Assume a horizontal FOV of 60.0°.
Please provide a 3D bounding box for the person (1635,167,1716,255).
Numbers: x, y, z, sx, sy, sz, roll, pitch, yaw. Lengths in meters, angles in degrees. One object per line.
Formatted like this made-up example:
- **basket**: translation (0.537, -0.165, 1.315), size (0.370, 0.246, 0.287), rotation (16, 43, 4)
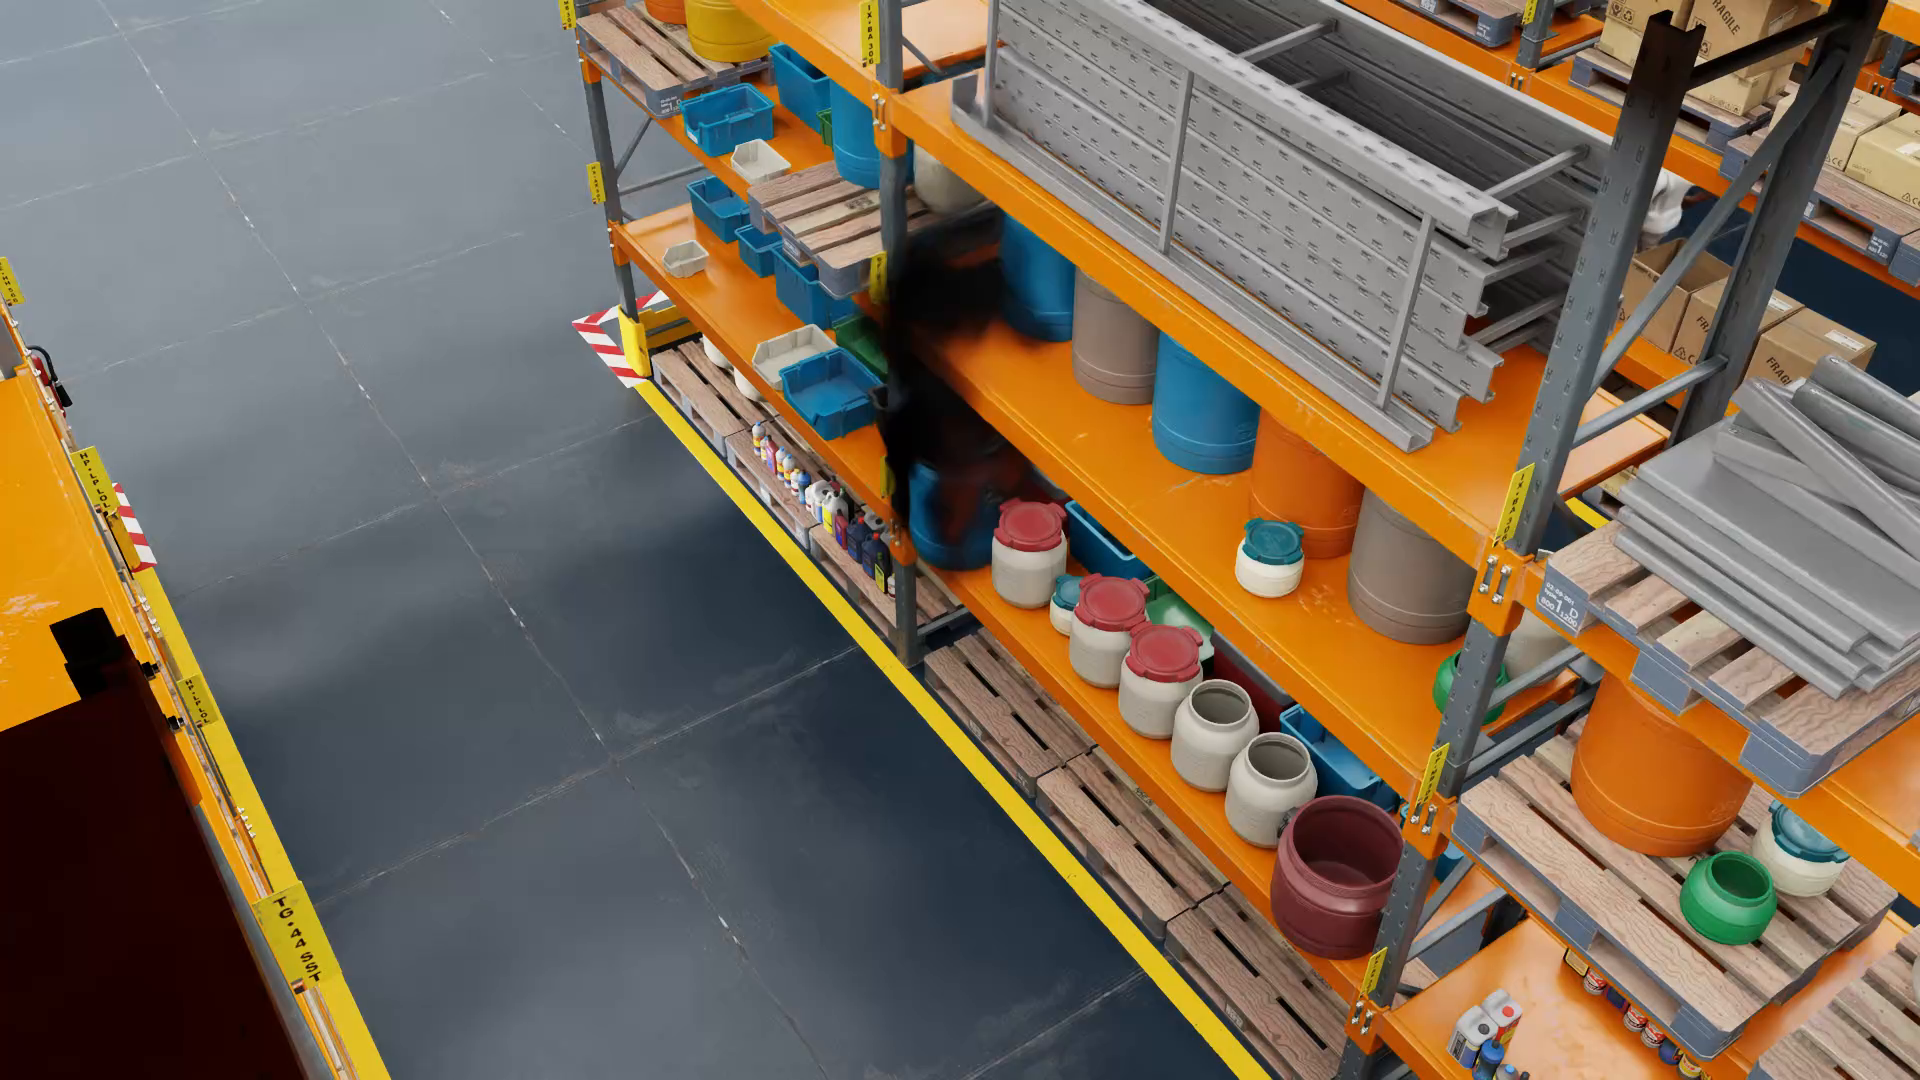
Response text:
- **person**: translation (5.464, -2.495, 13.126), size (0.694, 1.767, 0.969), rotation (-28, 49, -27)
